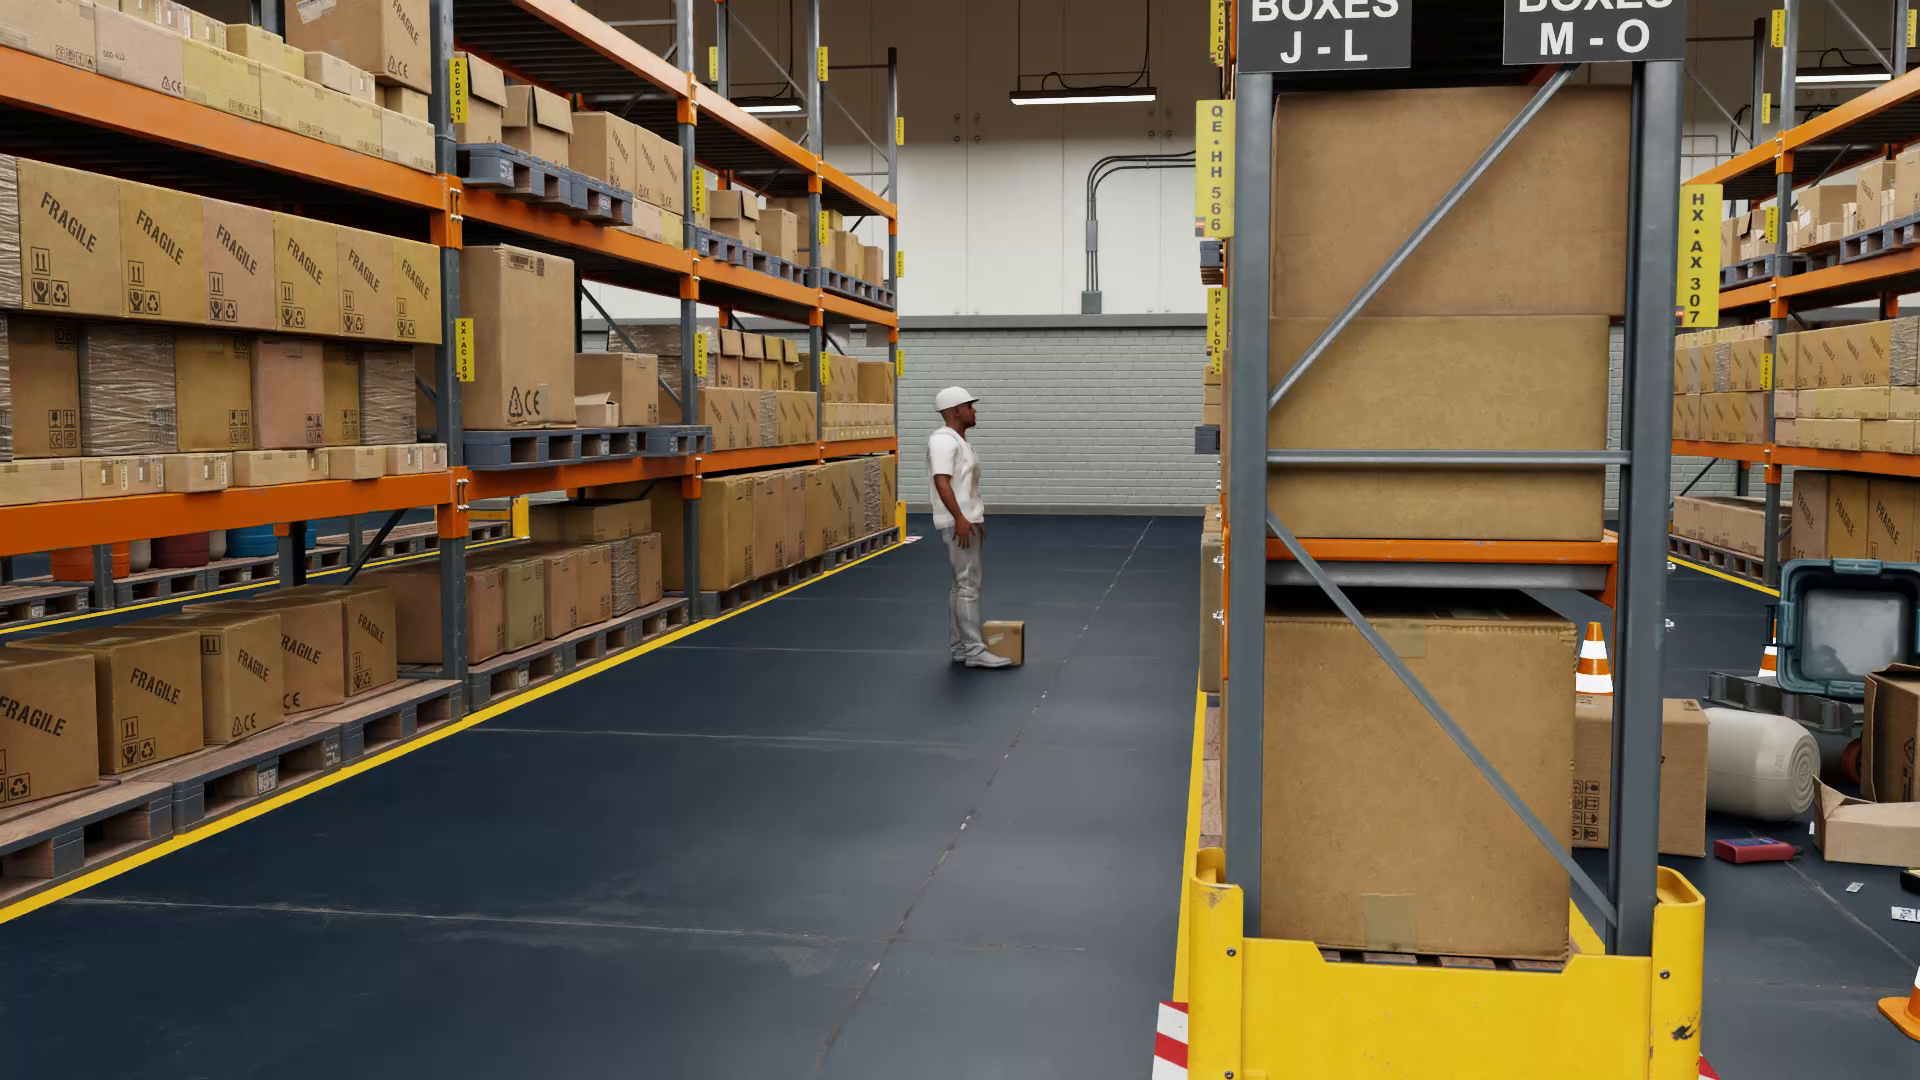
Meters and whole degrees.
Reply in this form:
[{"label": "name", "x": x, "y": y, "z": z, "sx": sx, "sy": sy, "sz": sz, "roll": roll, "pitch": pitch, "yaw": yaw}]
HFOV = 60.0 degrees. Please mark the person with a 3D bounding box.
[{"label": "person", "x": 0.081, "y": -0.100, "z": 10.671, "sx": 0.576, "sy": 1.766, "sz": 0.651, "roll": 1, "pitch": 4, "yaw": 9}]
